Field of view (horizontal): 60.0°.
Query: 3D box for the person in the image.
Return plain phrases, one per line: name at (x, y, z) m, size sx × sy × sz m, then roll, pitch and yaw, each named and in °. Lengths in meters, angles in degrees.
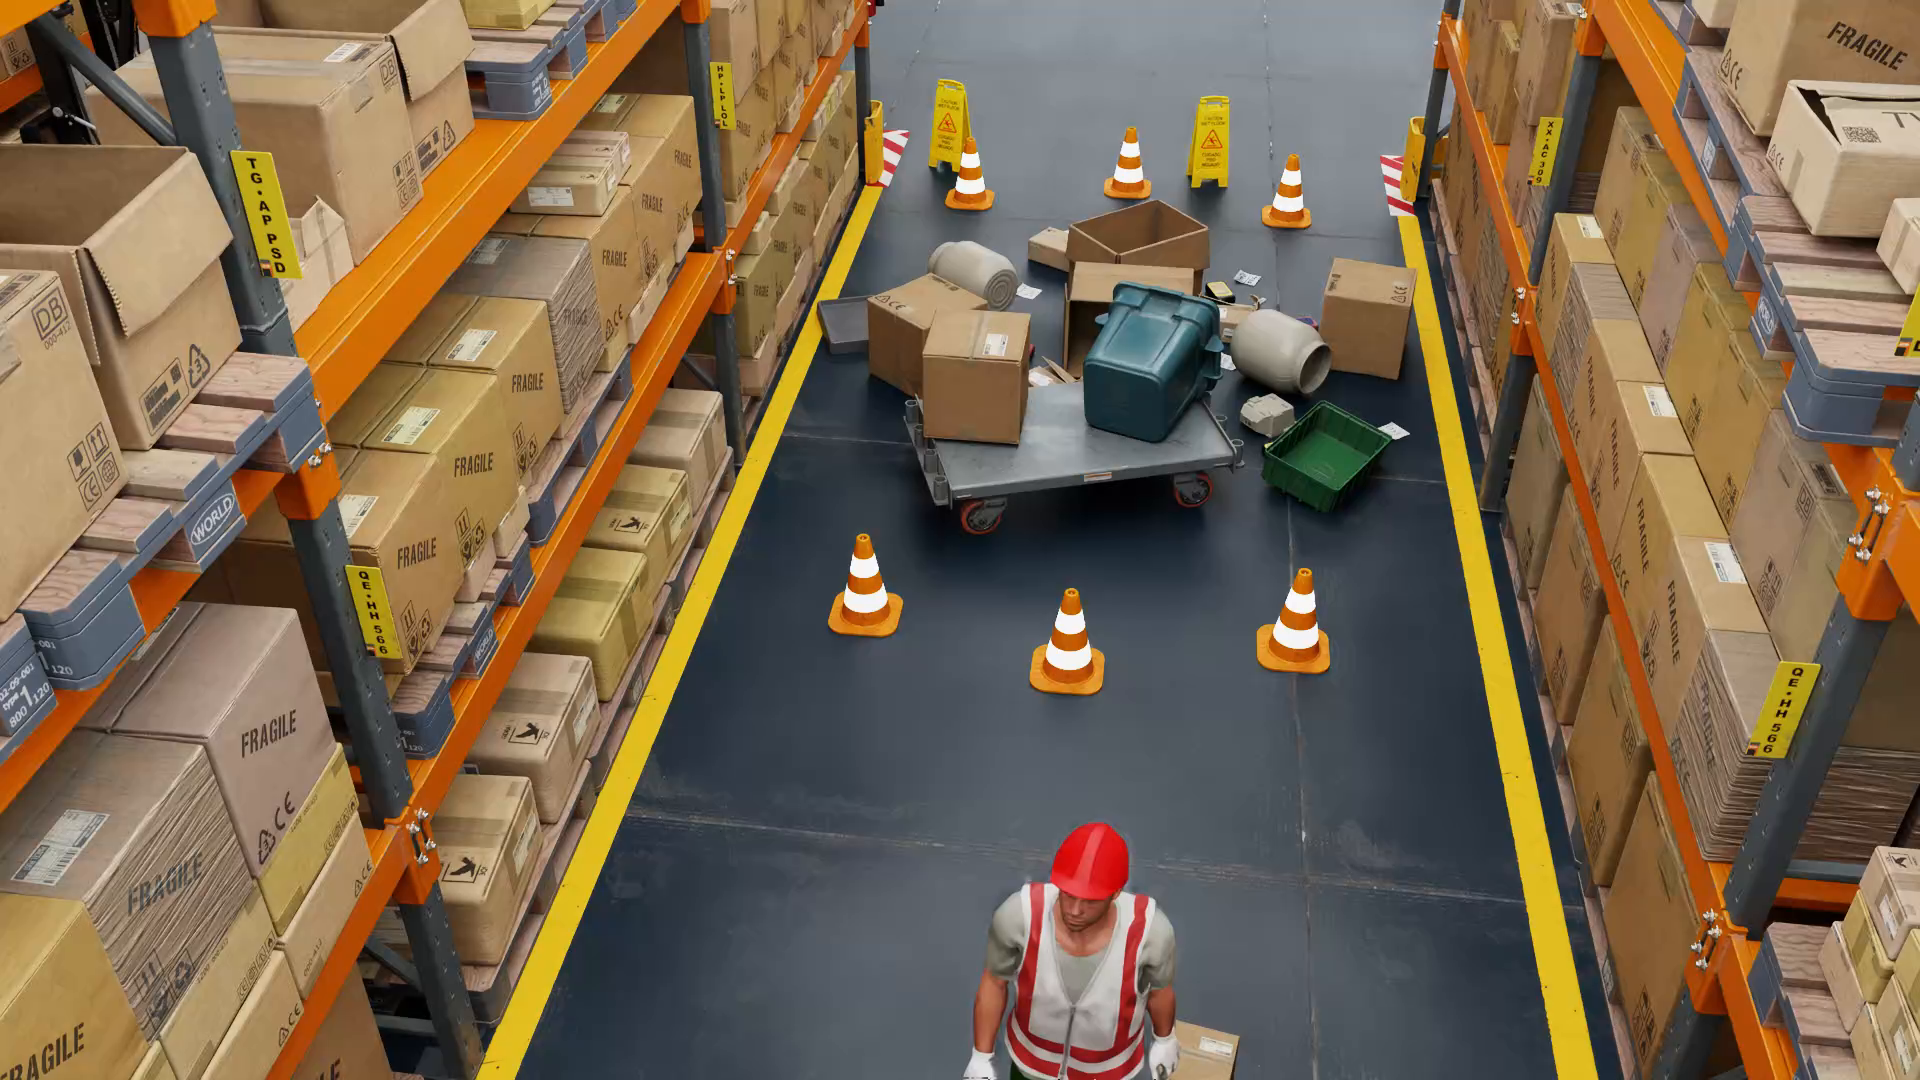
person at (0.318, 1.563, 4.859) m, size 0.593 × 1.813 × 0.799 m, roll 10°, pitch 37°, yaw 14°
